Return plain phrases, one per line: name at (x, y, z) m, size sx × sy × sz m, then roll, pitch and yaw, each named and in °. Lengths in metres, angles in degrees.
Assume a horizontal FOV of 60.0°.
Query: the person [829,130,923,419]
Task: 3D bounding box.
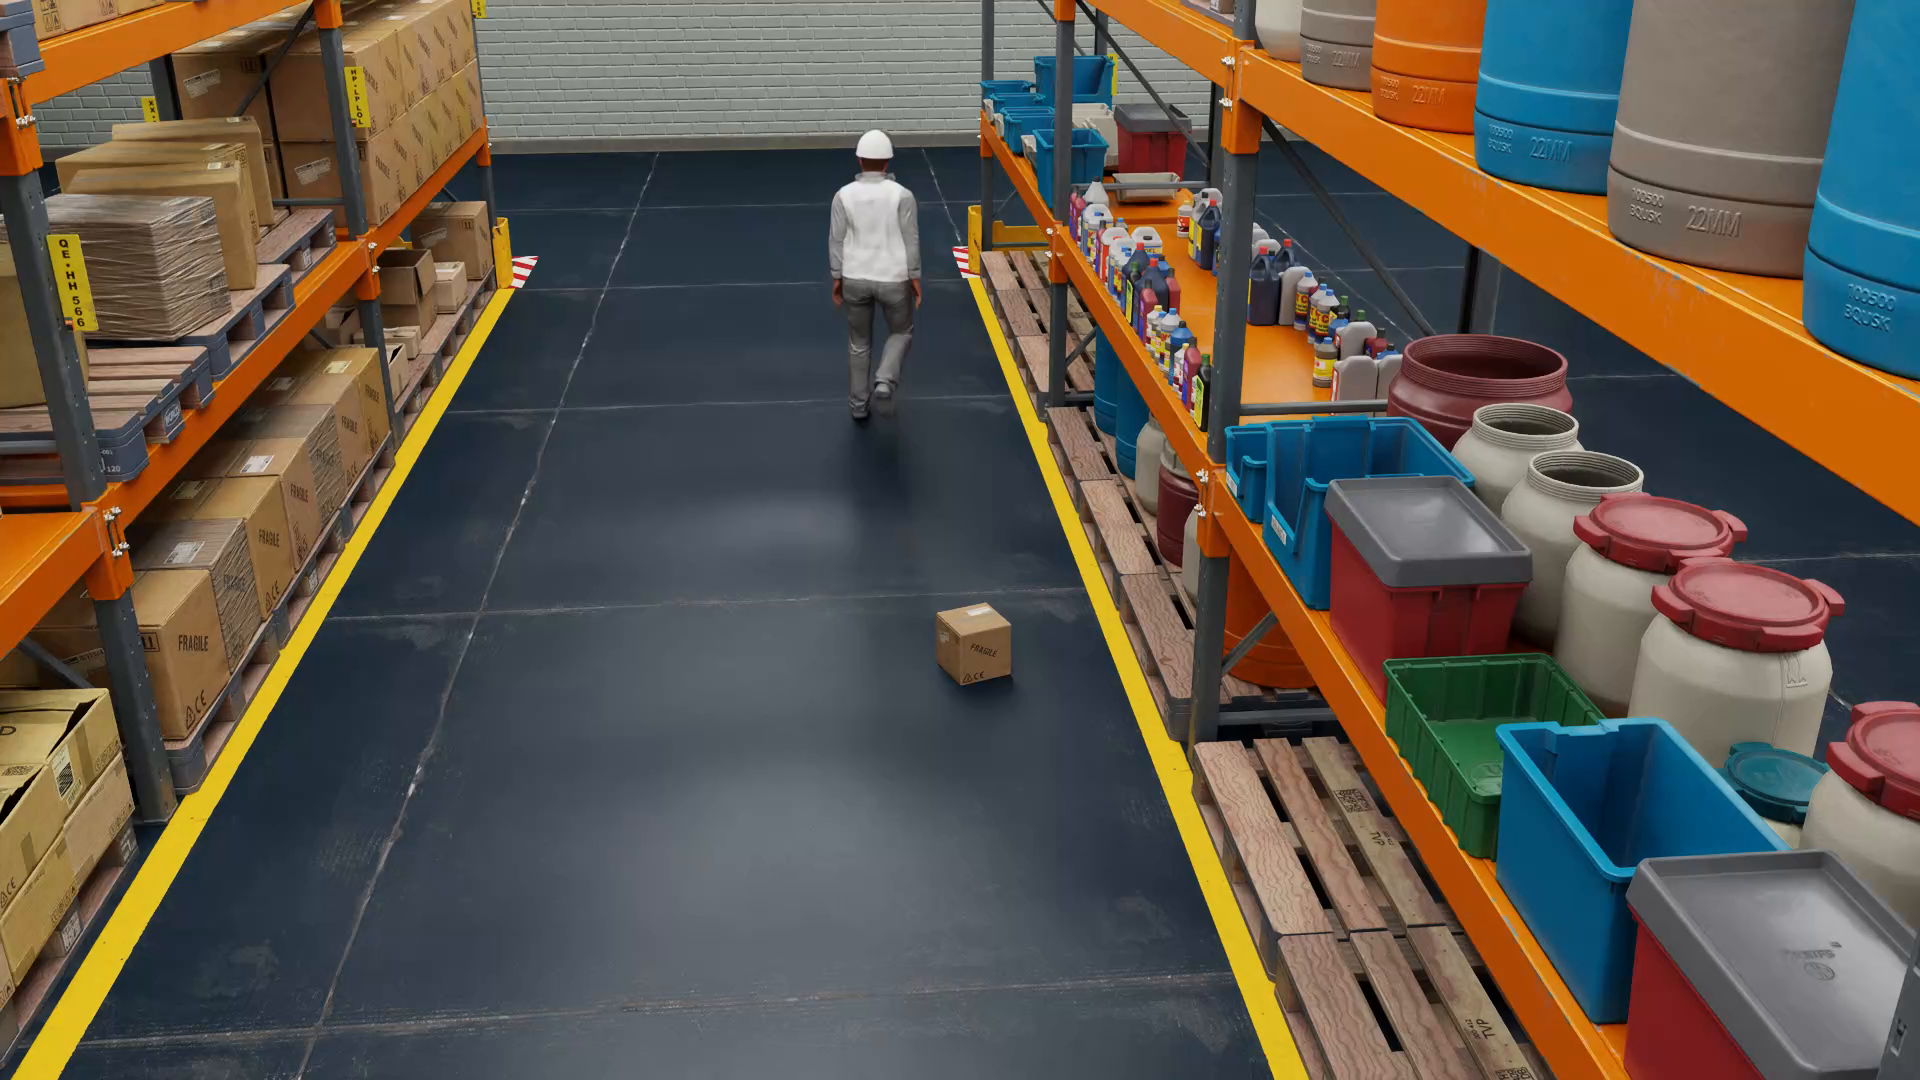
person at (-0.512, -1.589, 10.150) m, size 0.573 × 1.763 × 0.514 m, roll 2°, pitch 24°, yaw 5°
